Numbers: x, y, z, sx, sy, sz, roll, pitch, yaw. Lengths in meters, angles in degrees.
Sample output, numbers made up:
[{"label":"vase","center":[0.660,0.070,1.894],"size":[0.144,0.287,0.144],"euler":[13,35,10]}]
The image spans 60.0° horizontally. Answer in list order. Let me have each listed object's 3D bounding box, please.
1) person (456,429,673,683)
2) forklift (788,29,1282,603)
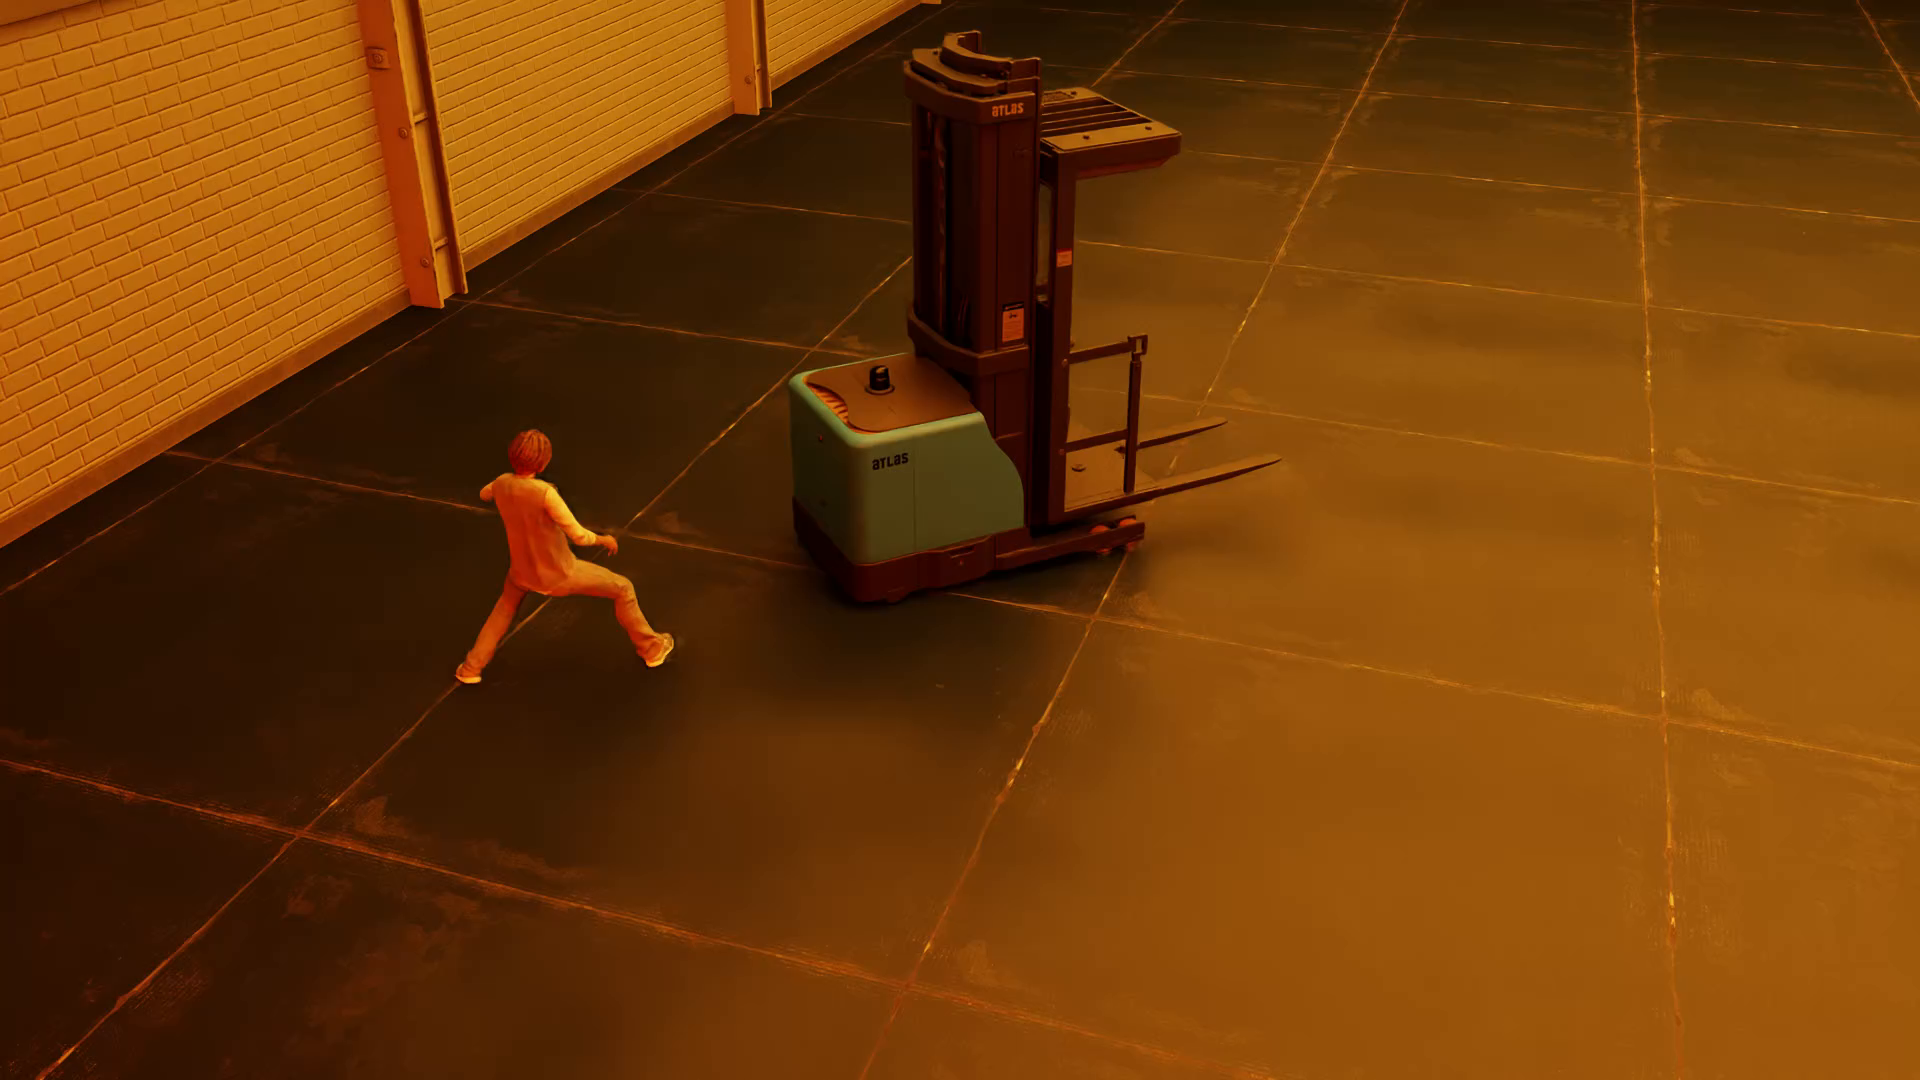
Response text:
[{"label":"person","center":[-2.116,0.069,8.584],"size":[0.941,1.431,0.882],"euler":[15,33,25]},{"label":"forklift","center":[0.544,-1.411,9.612],"size":[3.031,2.935,1.130],"euler":[-14,33,-23]}]
